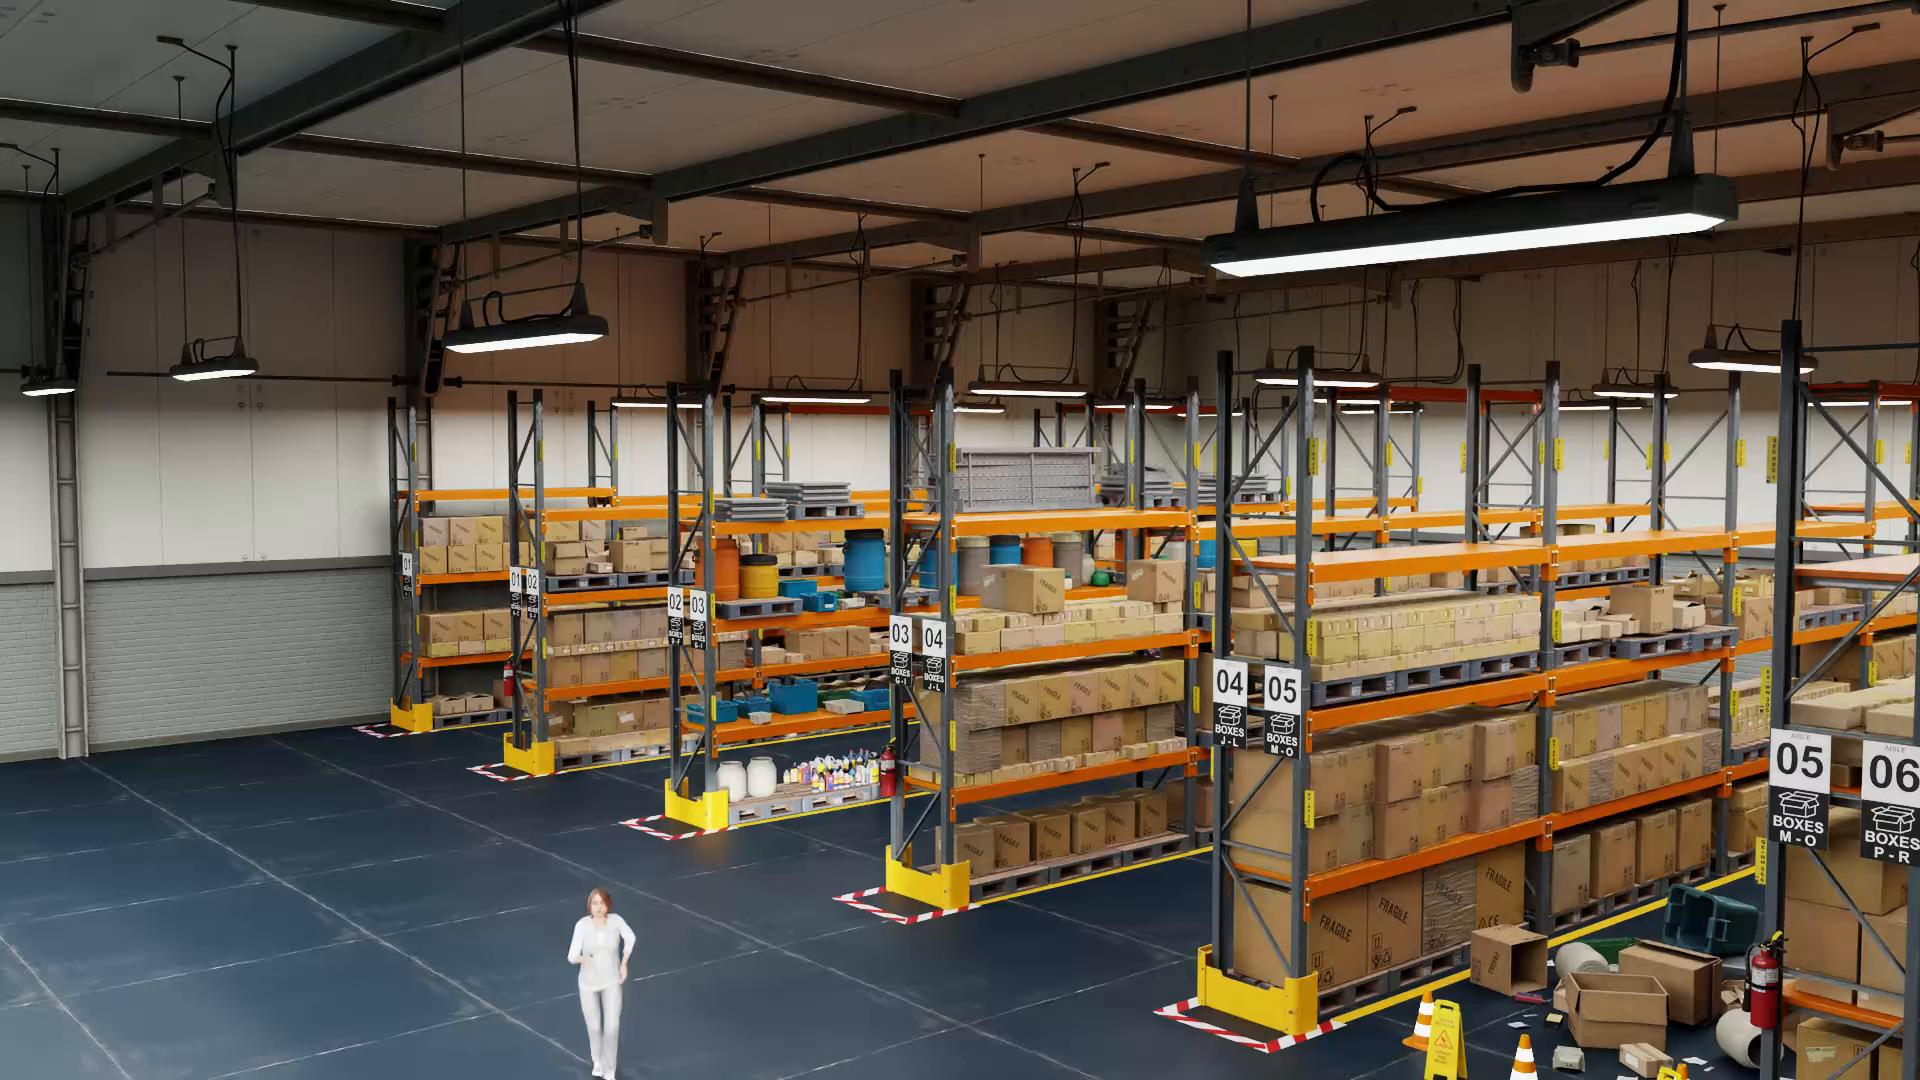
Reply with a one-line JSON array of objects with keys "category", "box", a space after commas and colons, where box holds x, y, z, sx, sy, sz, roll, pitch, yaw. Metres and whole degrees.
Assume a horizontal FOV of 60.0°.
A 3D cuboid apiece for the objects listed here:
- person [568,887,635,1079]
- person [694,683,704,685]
[{"category": "person", "box": [-2.861, 3.591, 13.272, 0.514, 1.633, 0.660, 0, 3, -8]}, {"category": "person", "box": [-4.807, 2.469, 30.678, 0.658, 1.782, 0.977, 3, 4, 41]}]
